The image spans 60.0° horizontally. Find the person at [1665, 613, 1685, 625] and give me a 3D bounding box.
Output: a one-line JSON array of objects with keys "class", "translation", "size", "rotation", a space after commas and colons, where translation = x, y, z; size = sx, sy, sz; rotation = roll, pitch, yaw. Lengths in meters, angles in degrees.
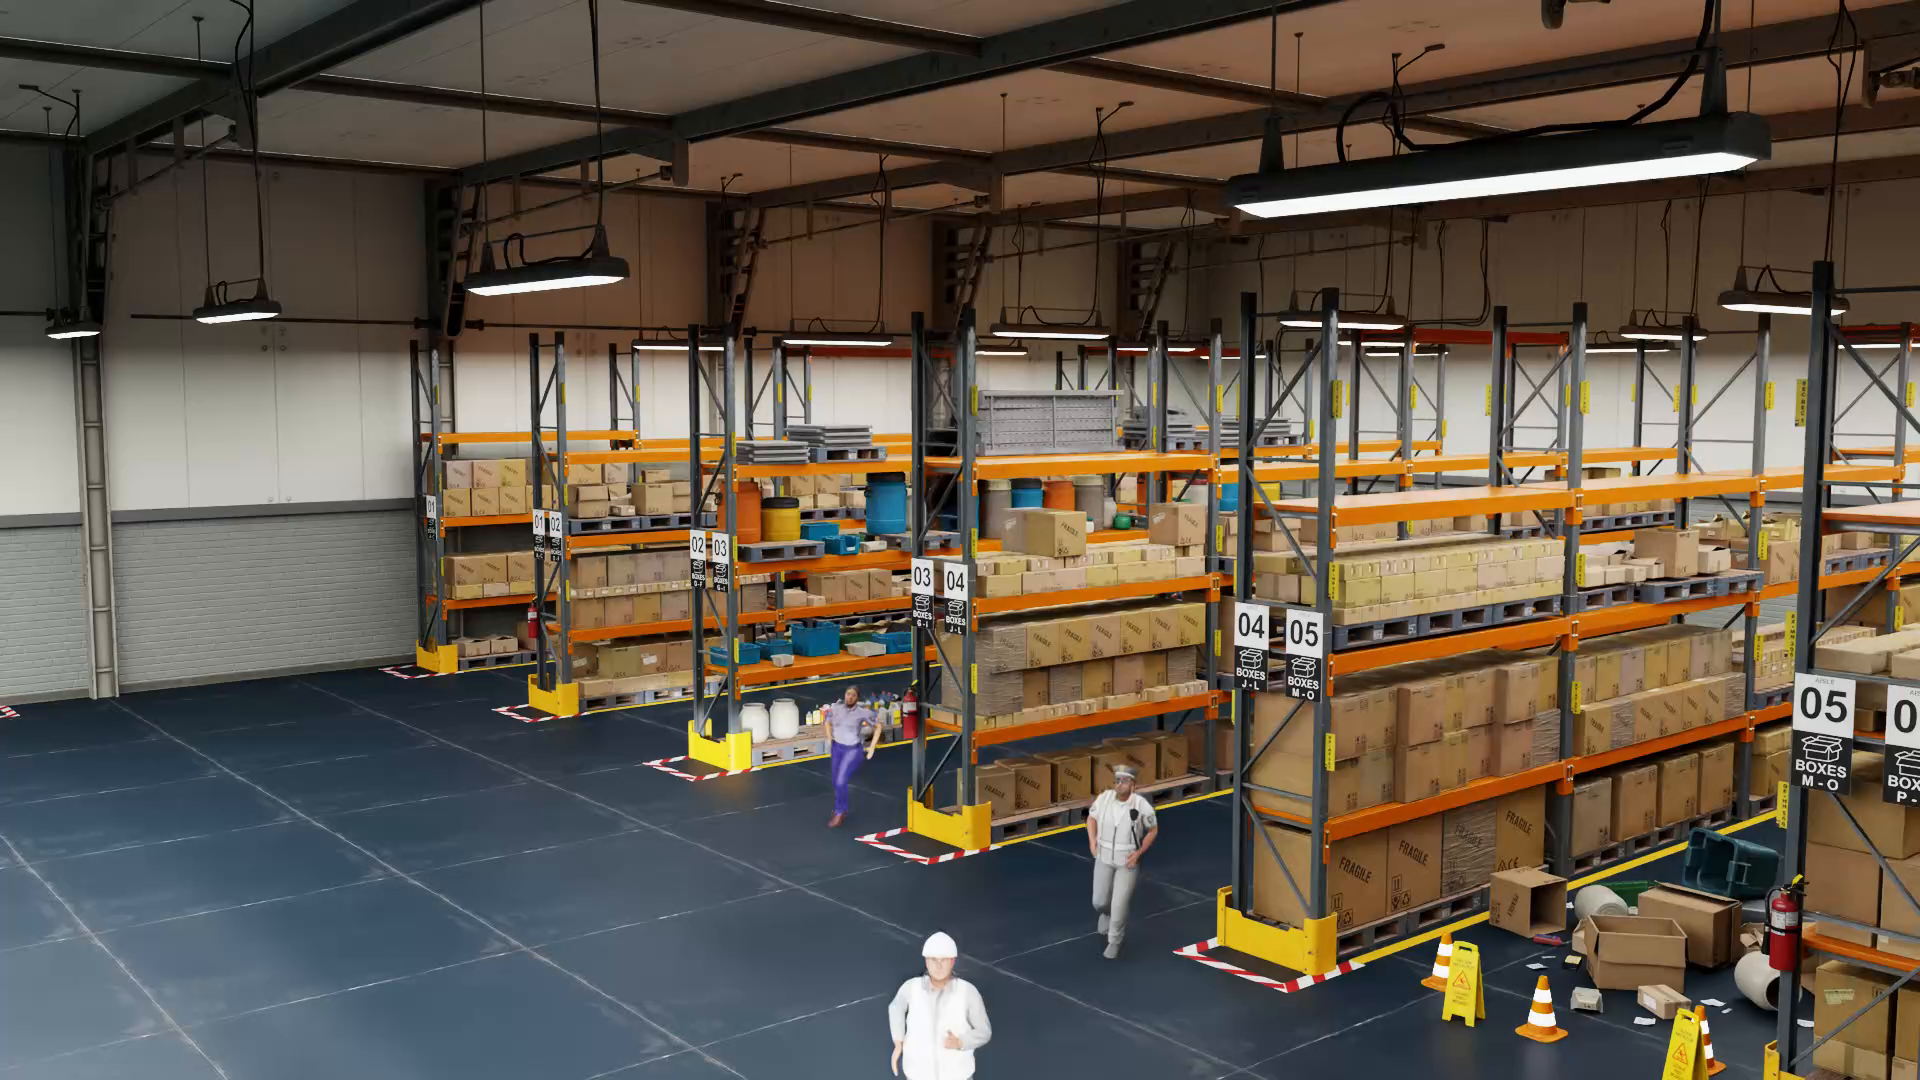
[{"class": "person", "translation": [11.190, 1.908, 26.124], "size": [0.751, 1.756, 0.551], "rotation": [-4, 7, -40]}]

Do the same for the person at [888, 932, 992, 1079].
[{"class": "person", "translation": [-0.134, 3.307, 10.312], "size": [0.647, 1.758, 0.970], "rotation": [0, 5, 1]}]

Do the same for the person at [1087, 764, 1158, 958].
[{"class": "person", "translation": [1.481, 2.909, 15.260], "size": [0.672, 1.783, 0.615], "rotation": [2, 6, 19]}]

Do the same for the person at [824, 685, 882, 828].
[{"class": "person", "translation": [-1.300, 2.545, 19.653], "size": [0.668, 1.683, 0.654], "rotation": [3, 6, 27]}]
